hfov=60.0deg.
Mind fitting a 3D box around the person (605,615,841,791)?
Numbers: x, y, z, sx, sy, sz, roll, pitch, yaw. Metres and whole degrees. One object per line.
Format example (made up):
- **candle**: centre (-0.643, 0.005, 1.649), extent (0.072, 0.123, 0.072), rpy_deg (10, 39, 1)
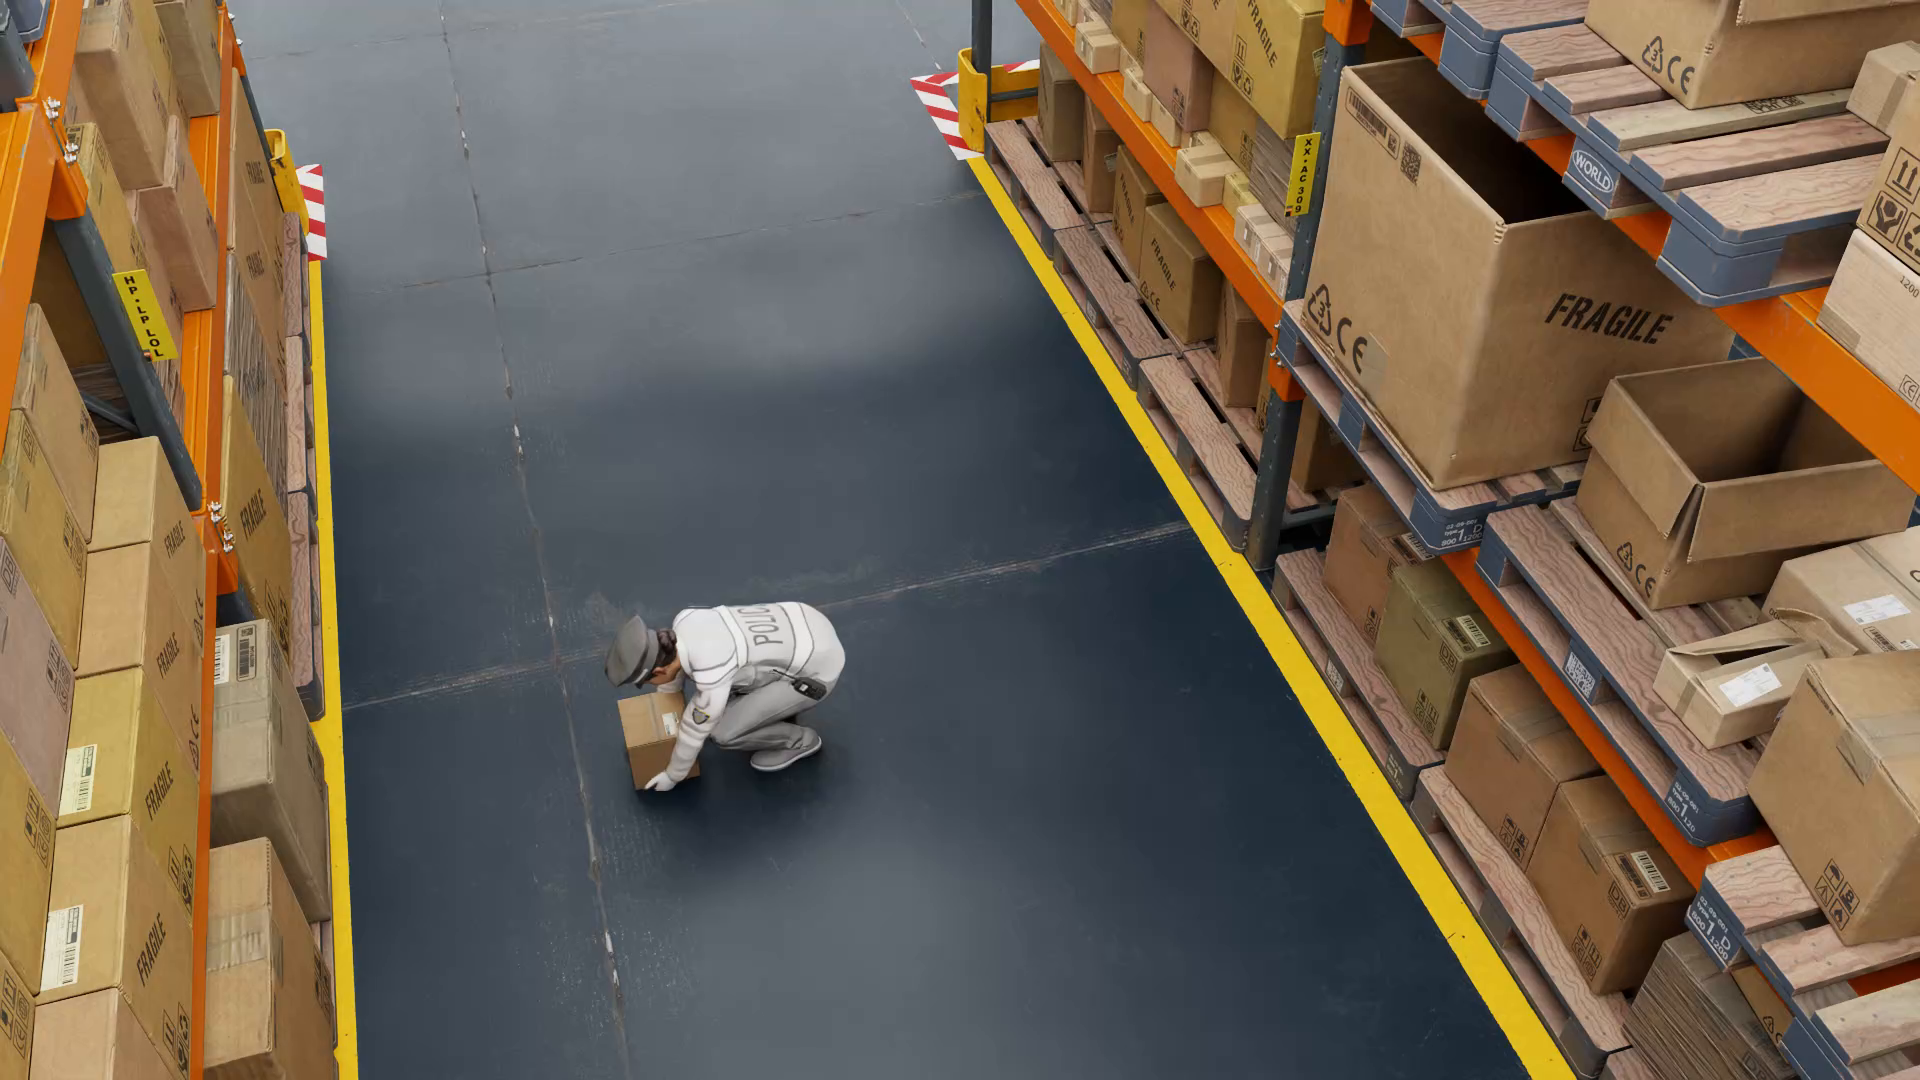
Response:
- **person**: centre (-0.877, 0.605, 6.330), extent (0.869, 0.673, 0.468), rpy_deg (-12, 44, -13)
